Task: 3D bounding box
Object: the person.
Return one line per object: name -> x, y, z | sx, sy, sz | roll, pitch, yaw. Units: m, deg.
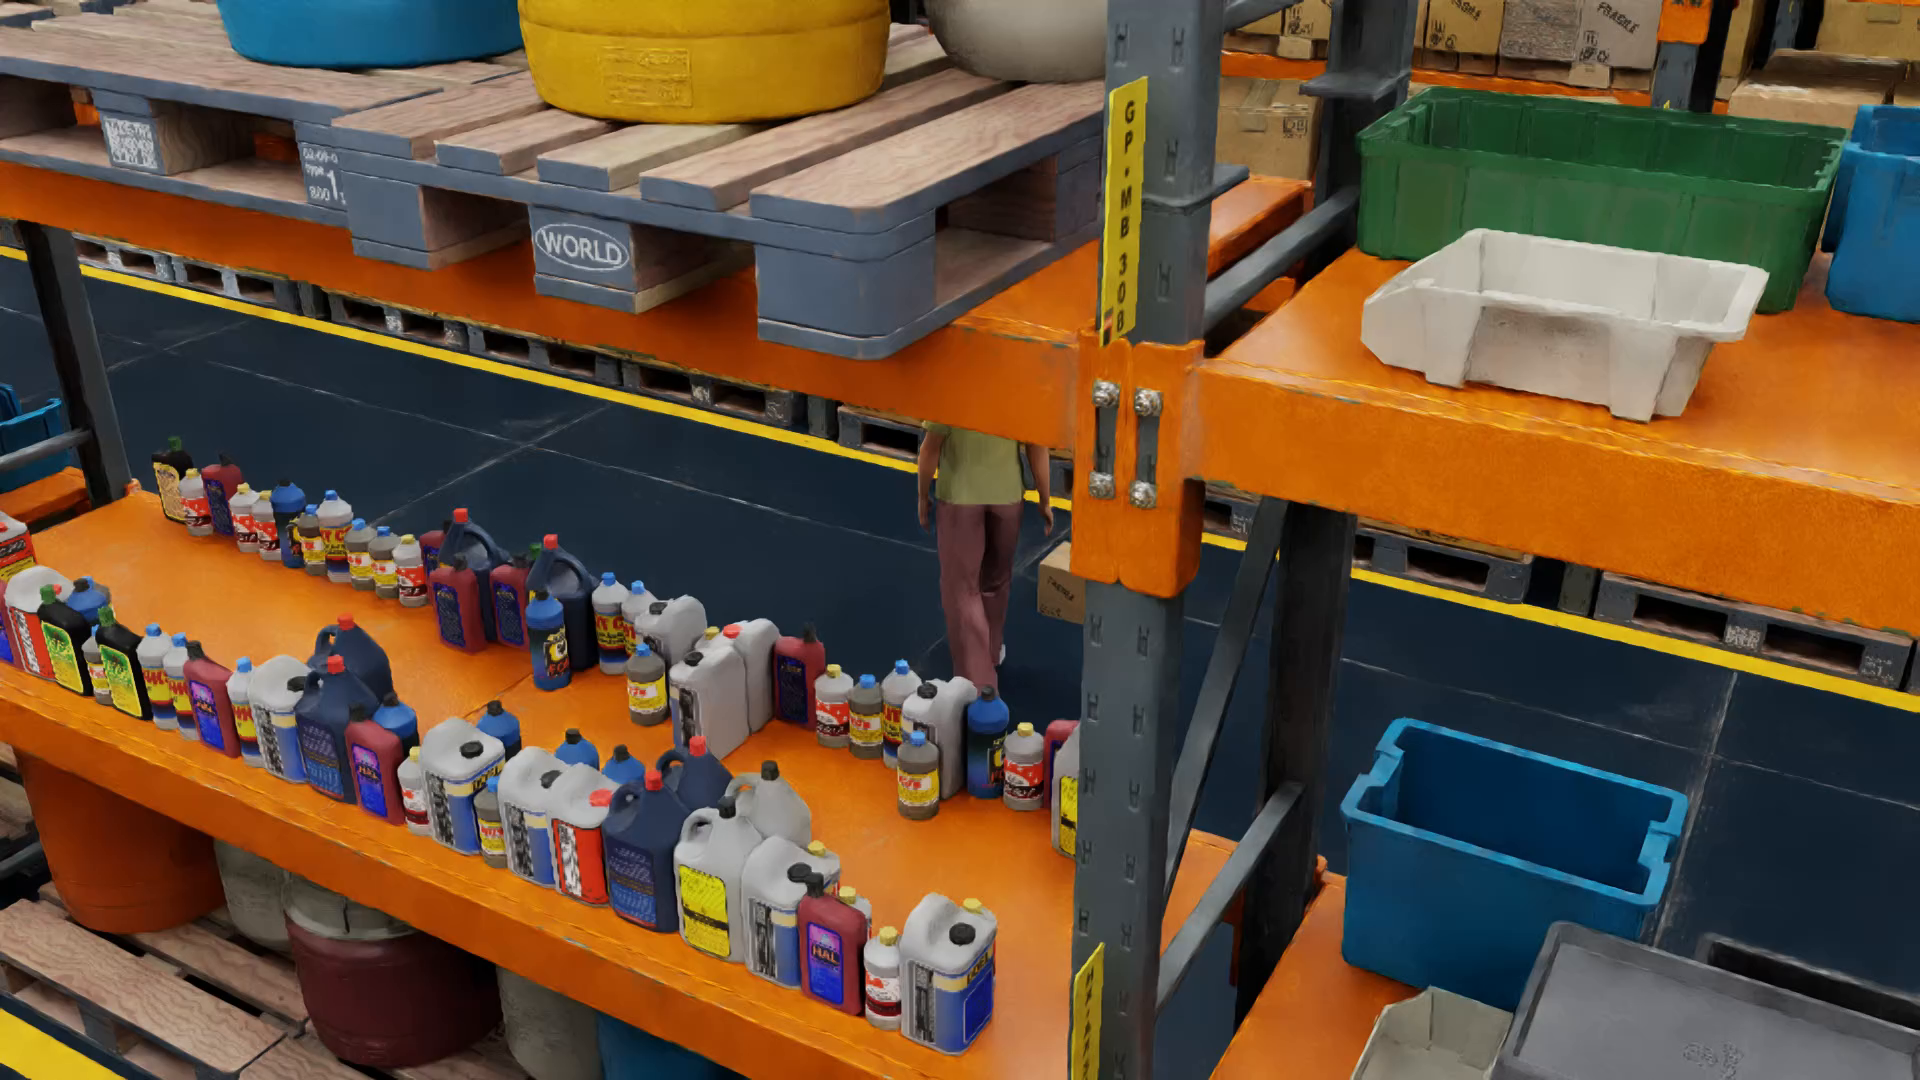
person -> 0.095, -0.136, 6.400 | 0.513, 1.654, 0.639 | -5, 27, -11
